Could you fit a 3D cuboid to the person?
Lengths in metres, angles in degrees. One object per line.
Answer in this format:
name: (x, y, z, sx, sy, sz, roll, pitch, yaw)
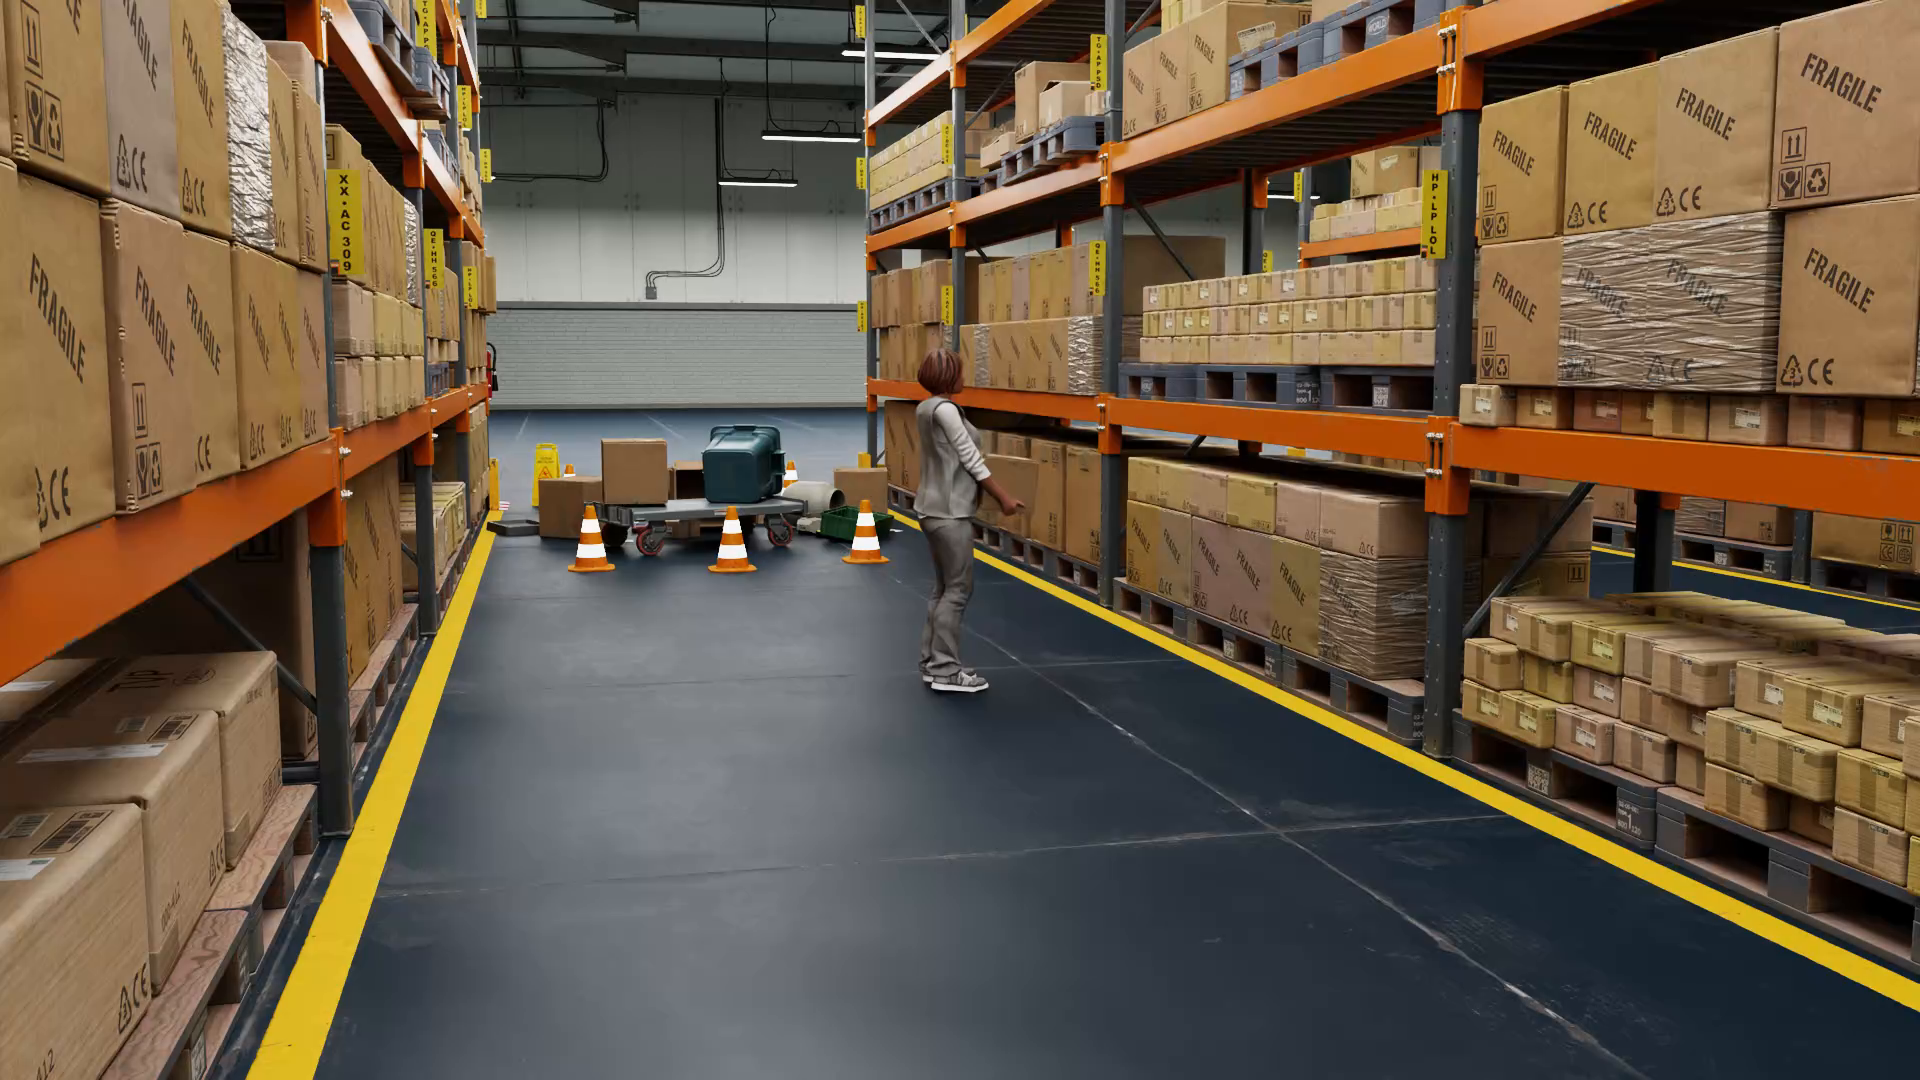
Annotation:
person: (0.032, -0.099, 7.786, 0.496, 1.597, 0.397, -2, 7, -13)
